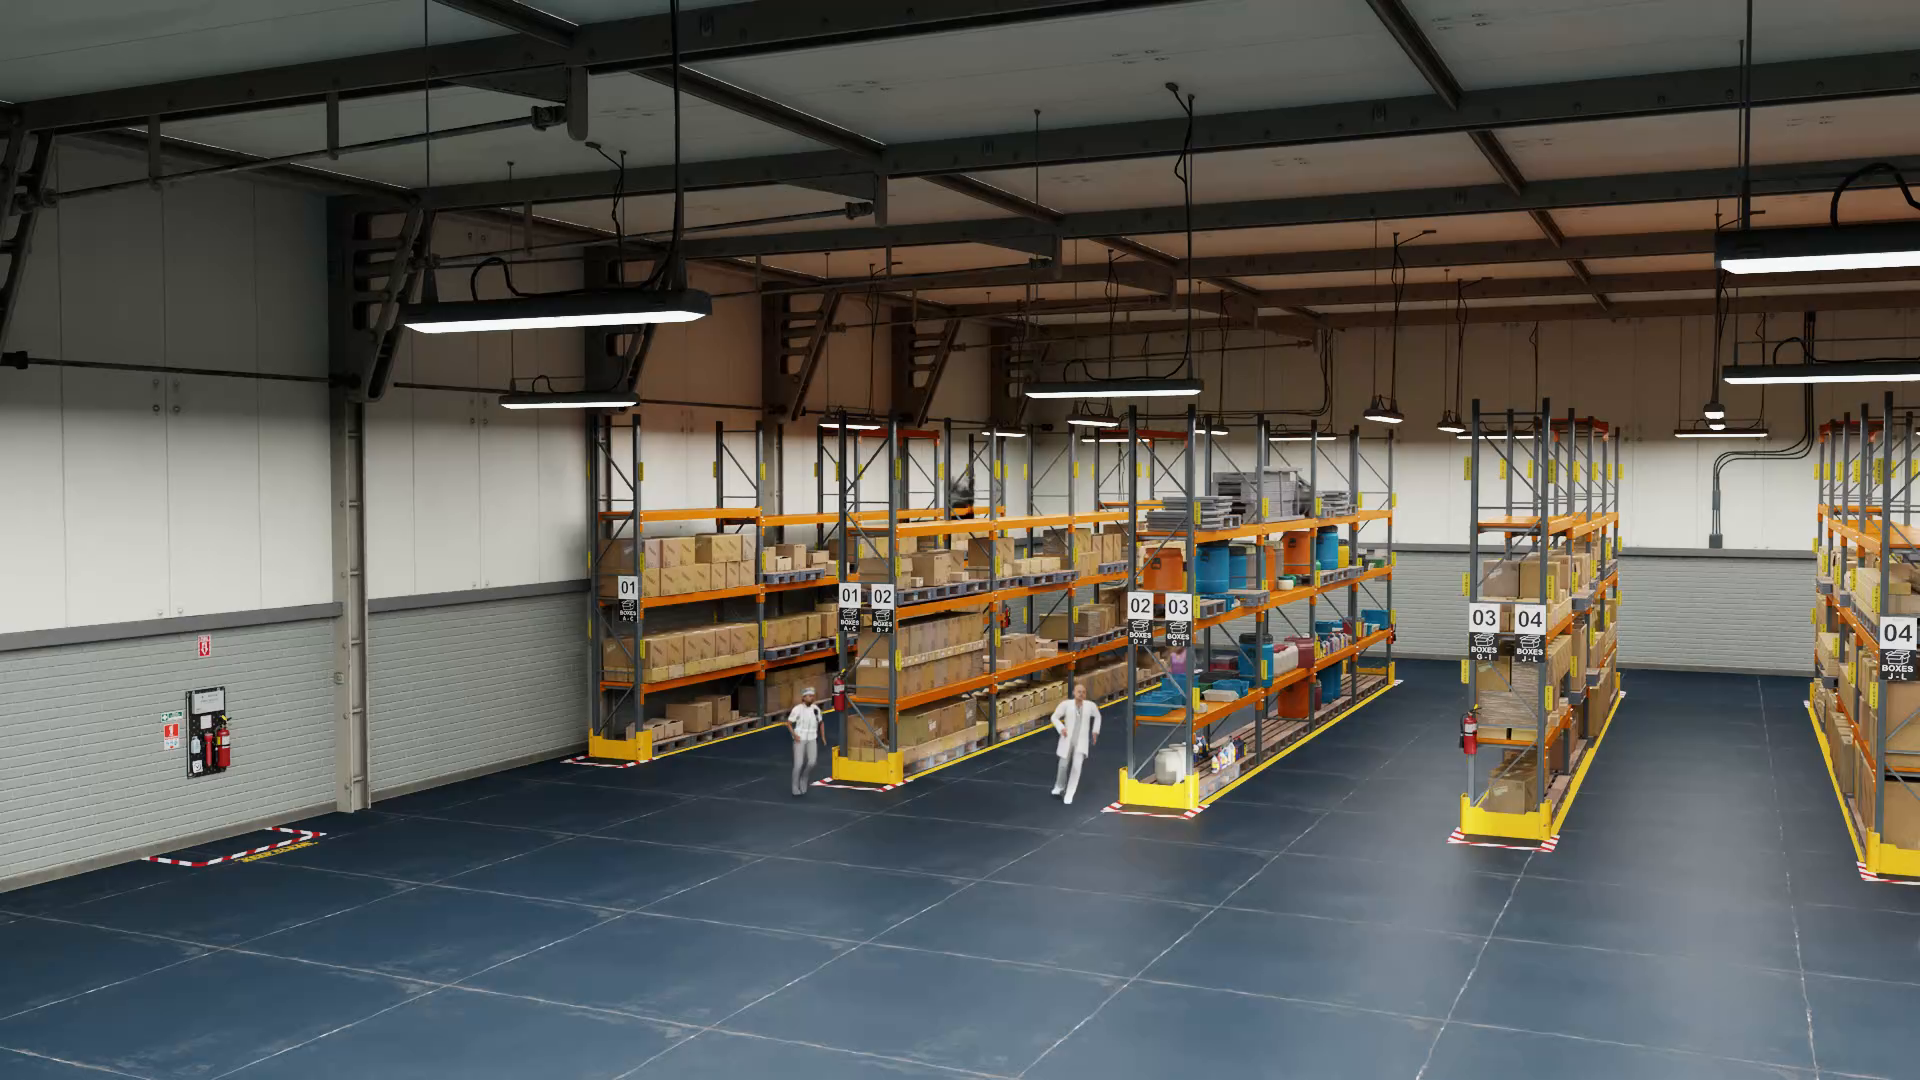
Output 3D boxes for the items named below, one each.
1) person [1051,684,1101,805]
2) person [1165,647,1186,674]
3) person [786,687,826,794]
[{"bbox_3d":[1.764,3.097,25.325,0.768,1.809,0.746,0,2,4],"label":"person"},{"bbox_3d":[4.410,2.836,33.561,0.538,1.586,0.790,0,2,11],"label":"person"},{"bbox_3d":[-2.372,3.118,25.830,0.631,1.649,0.533,-1,2,-19],"label":"person"}]
